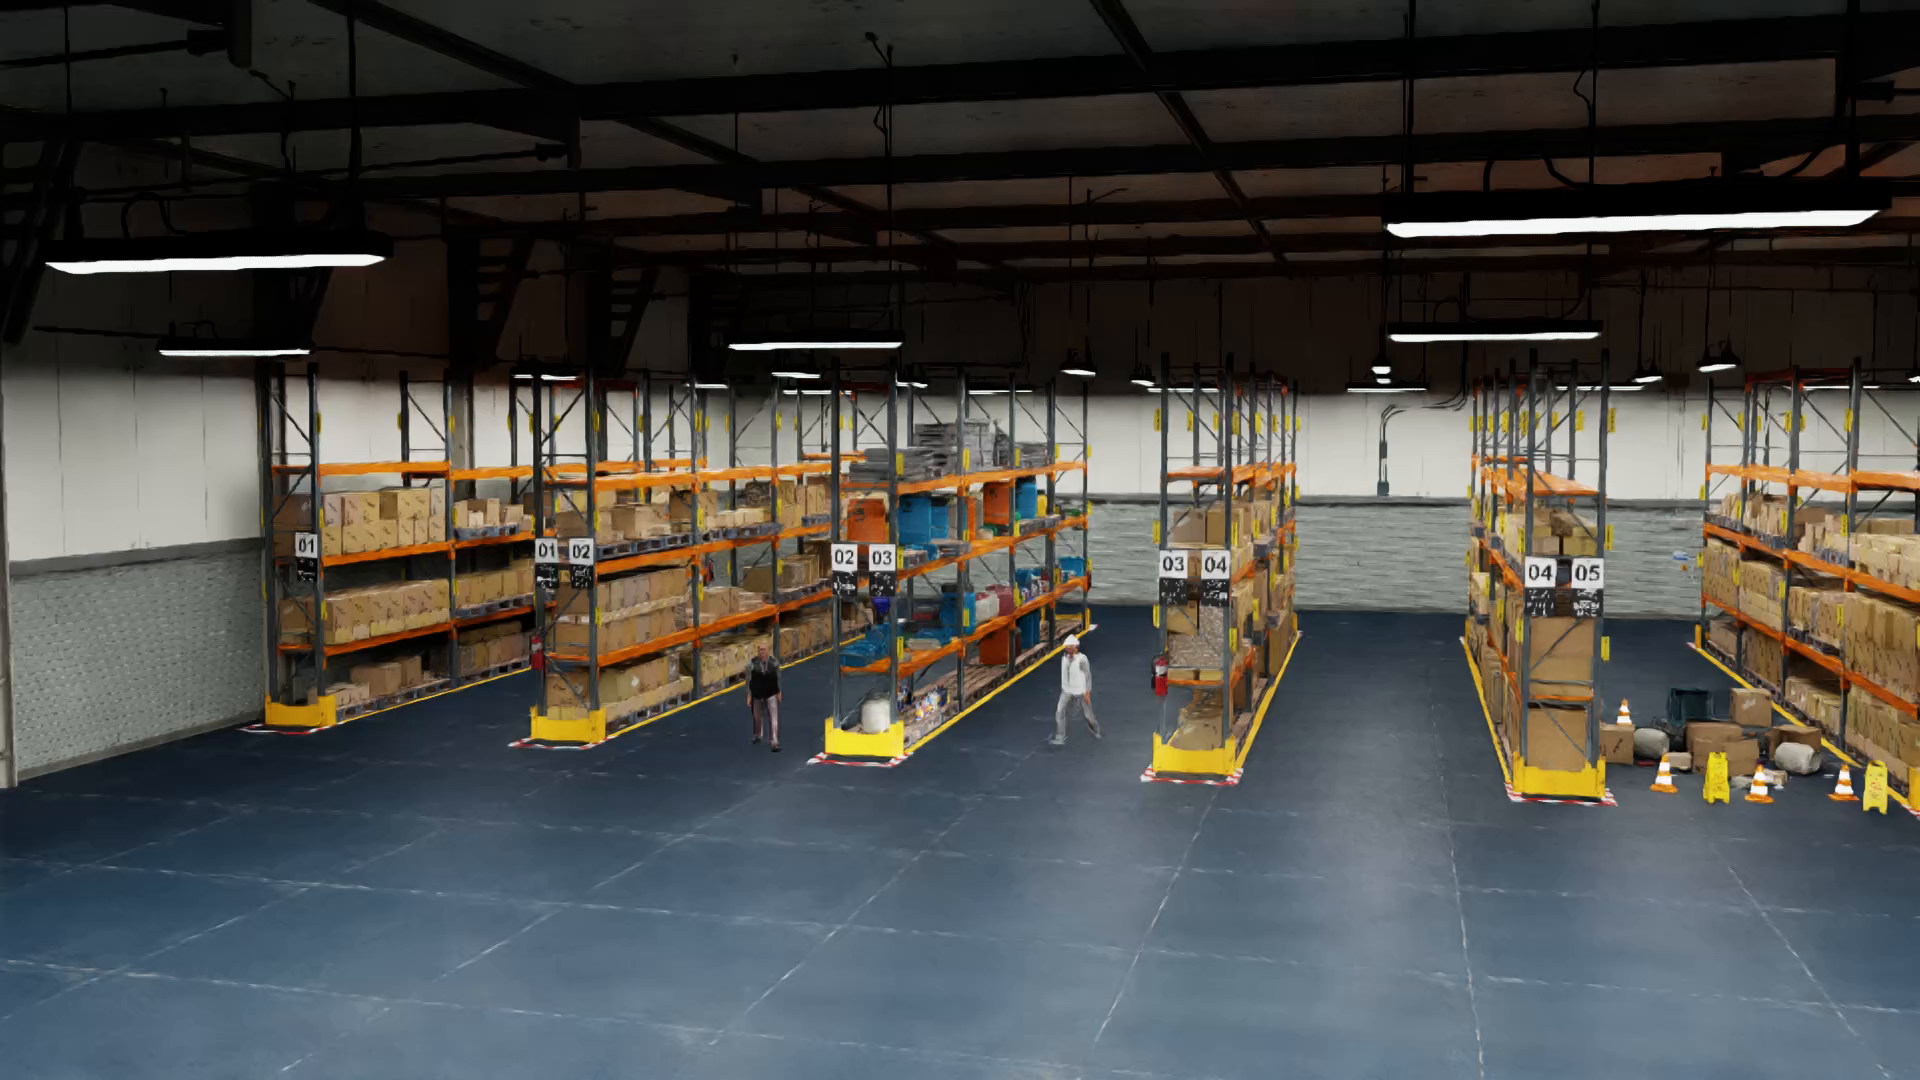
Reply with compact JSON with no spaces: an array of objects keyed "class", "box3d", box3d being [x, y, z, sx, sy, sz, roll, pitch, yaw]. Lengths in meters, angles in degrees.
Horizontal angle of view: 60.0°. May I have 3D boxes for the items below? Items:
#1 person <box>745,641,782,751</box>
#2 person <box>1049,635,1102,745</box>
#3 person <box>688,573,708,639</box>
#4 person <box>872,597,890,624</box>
[{"class":"person","box3d":[-3.015,2.380,25.520,0.576,1.679,0.958,-1,4,-7]},{"class":"person","box3d":[1.825,2.325,25.915,0.574,1.721,0.955,3,5,35]},{"class":"person","box3d":[-5.575,1.598,35.490,0.655,1.785,0.577,-4,6,-43]},{"class":"person","box3d":[-1.697,1.653,36.198,0.447,1.574,1.088,1,4,17]}]
